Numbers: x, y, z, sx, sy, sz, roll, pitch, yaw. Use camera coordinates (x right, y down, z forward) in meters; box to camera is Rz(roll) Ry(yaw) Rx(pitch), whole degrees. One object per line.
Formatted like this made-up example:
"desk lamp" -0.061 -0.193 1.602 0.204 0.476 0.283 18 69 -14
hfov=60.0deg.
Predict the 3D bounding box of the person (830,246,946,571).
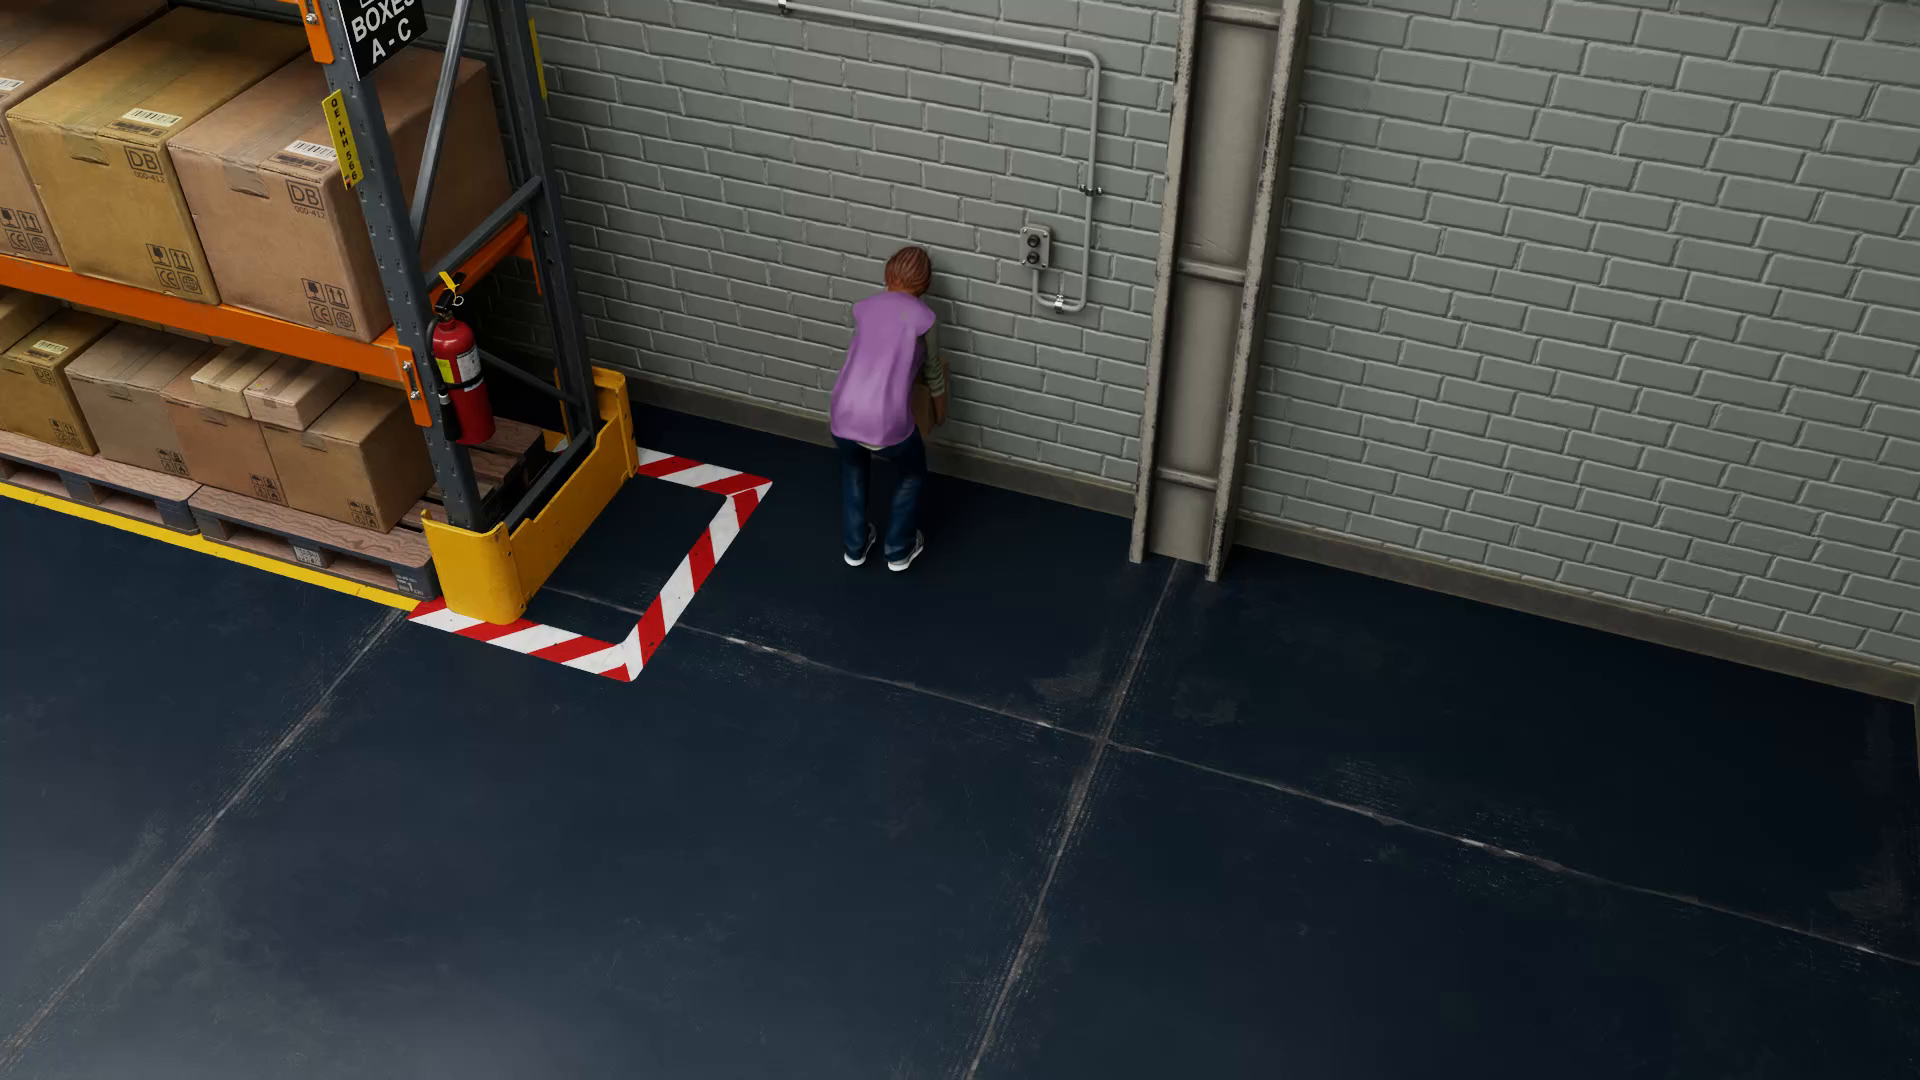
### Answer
"person" -0.282 -0.511 6.974 0.382 1.278 0.780 13 44 14
